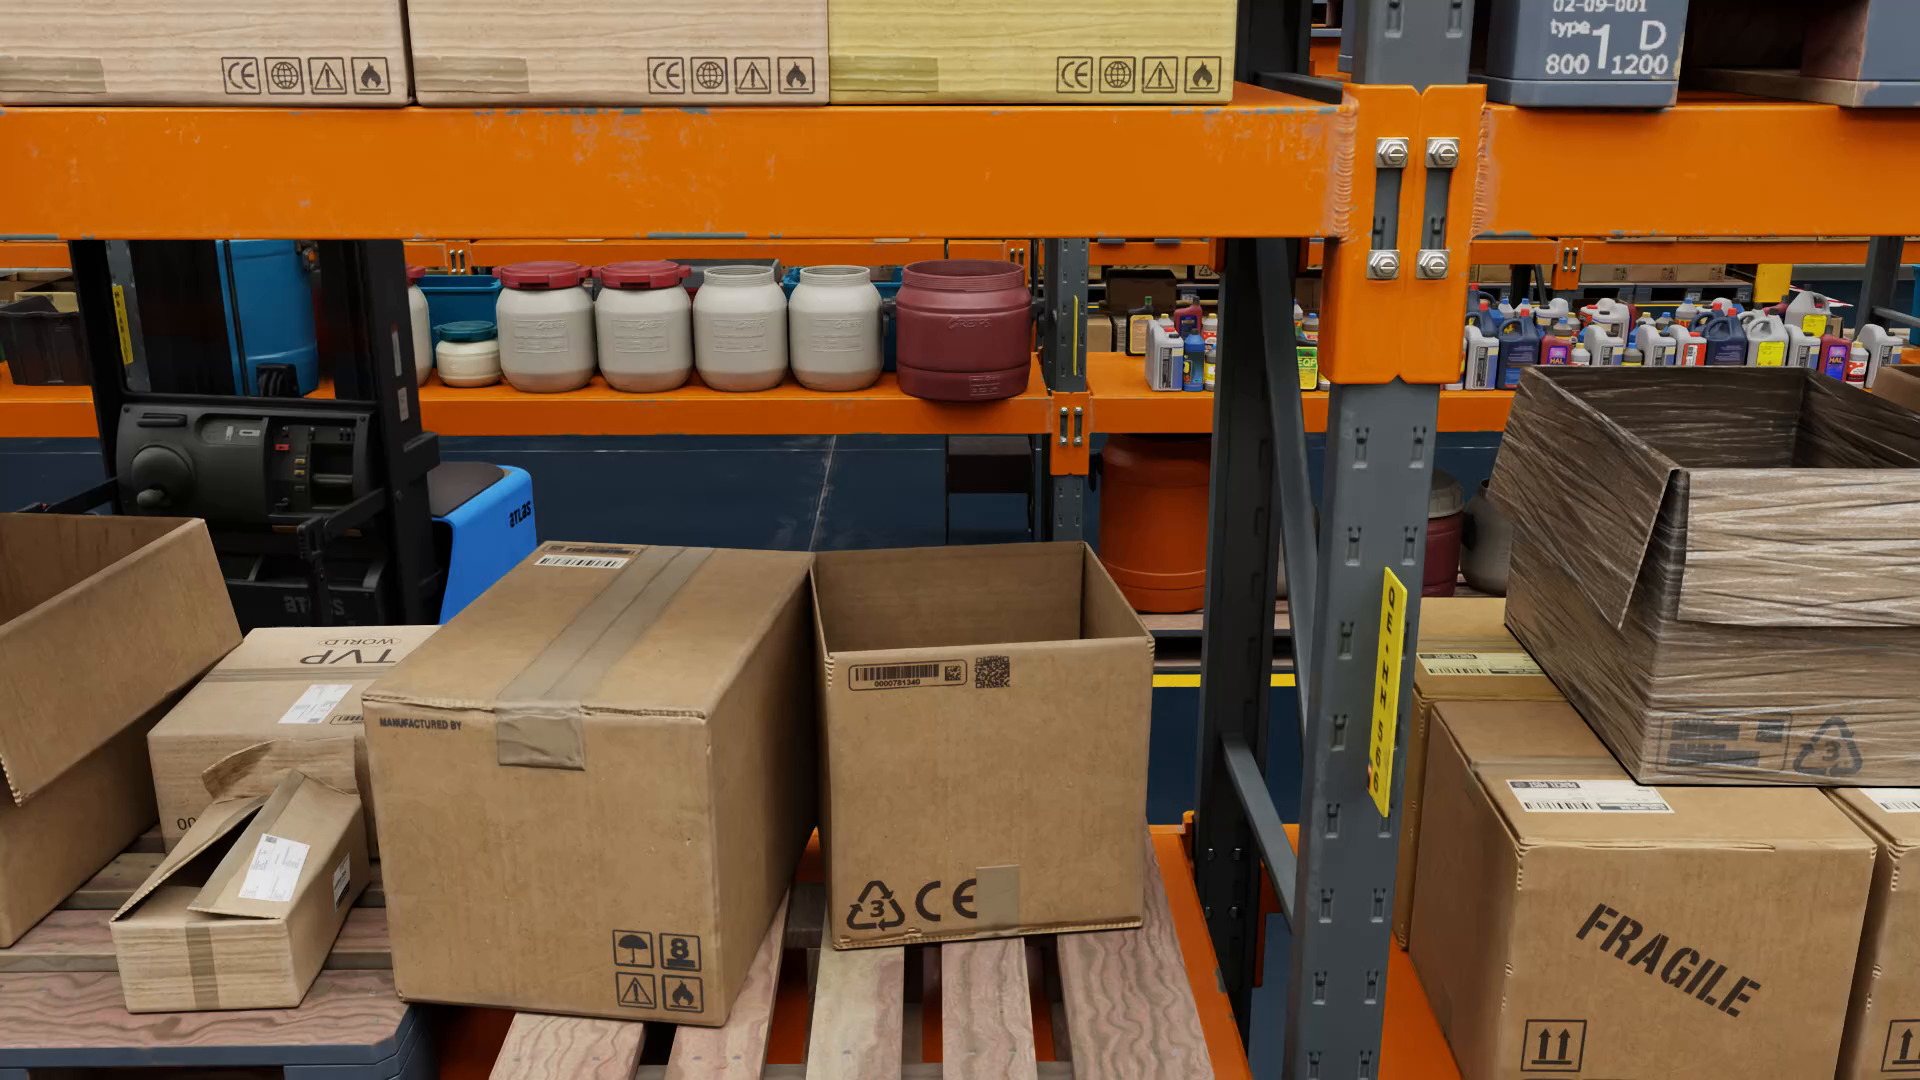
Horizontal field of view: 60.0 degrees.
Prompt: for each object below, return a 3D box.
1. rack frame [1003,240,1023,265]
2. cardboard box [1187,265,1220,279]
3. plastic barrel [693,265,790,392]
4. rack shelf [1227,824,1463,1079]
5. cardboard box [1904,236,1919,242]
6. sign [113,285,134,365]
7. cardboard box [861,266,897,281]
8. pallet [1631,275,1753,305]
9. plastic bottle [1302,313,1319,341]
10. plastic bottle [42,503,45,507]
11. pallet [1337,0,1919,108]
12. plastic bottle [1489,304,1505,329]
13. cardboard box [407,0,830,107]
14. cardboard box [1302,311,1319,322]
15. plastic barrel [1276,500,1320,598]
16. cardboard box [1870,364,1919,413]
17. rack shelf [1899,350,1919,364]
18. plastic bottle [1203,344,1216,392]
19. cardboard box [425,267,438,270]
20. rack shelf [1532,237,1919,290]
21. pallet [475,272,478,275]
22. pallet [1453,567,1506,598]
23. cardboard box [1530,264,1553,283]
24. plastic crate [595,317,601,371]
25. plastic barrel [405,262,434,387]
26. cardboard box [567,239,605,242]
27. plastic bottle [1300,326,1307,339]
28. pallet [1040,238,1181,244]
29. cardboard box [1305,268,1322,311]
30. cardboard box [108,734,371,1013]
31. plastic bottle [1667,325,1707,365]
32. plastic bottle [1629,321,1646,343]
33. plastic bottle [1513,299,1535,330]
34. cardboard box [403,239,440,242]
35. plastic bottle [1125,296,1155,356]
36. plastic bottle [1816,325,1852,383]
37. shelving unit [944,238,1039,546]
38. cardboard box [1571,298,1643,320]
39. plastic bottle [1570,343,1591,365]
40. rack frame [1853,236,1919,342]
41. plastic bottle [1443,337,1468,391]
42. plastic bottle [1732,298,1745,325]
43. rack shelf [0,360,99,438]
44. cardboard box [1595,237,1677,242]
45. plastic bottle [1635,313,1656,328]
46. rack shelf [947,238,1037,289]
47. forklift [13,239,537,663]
[{"bbox_3d":[0.401,-2.473,12.346,0.127,3.000,1.000,0,18,-1],"label":"rack frame"},{"bbox_3d":[2.782,-3.133,17.237,0.750,0.750,0.750,0,18,1],"label":"cardboard box"},{"bbox_3d":[-0.971,-0.941,7.388,0.421,0.512,0.421,0,18,0],"label":"plastic barrel"},{"bbox_3d":[2.553,0.886,3.054,4.000,0.370,1.077,0,18,-1],"label":"rack shelf"},{"bbox_3d":[6.939,-2.470,12.171,0.500,0.500,0.500,0,18,0],"label":"cardboard box"},{"bbox_3d":[-3.527,-0.905,7.003,0.005,0.325,0.100,0,18,-1],"label":"sign"},{"bbox_3d":[-0.917,-3.019,17.419,0.500,0.500,0.700,0,18,-1],"label":"cardboard box"},{"bbox_3d":[7.520,-2.669,17.522,1.213,0.211,1.003,0,18,-1],"label":"pallet"},{"bbox_3d":[1.706,-0.996,8.067,0.097,0.201,0.097,0,18,0],"label":"plastic bottle"},{"bbox_3d":[-4.527,-0.011,8.287,0.185,0.351,0.144,-1,18,-3],"label":"plastic bottle"},{"bbox_3d":[1.196,-0.805,2.545,1.003,0.211,1.213,1,18,2],"label":"pallet"},{"bbox_3d":[2.539,-0.989,7.932,0.097,0.271,0.097,0,18,0],"label":"plastic bottle"},{"bbox_3d":[-0.414,-0.721,2.218,0.500,0.250,0.500,0,18,-1],"label":"cardboard box"},{"bbox_3d":[2.407,-1.416,12.424,0.500,0.500,0.500,-1,18,-3],"label":"cardboard box"},{"bbox_3d":[1.527,-0.013,8.063,0.421,0.512,0.421,0,18,0],"label":"plastic barrel"},{"bbox_3d":[1.936,0.026,2.748,0.637,0.503,0.797,0,18,0],"label":"cardboard box"},{"bbox_3d":[6.474,-0.646,7.830,4.000,0.370,1.077,0,18,-1],"label":"rack shelf"},{"bbox_3d":[1.127,-0.761,7.336,0.097,0.201,0.097,0,18,0],"label":"plastic bottle"},{"bbox_3d":[-5.683,-2.933,17.153,0.500,0.500,0.700,-1,18,-4],"label":"cardboard box"},{"bbox_3d":[6.400,-2.159,12.546,4.000,0.370,1.077,0,18,-1],"label":"rack shelf"},{"bbox_3d":[-5.575,-2.618,17.363,1.213,0.211,1.003,0,18,-1],"label":"pallet"},{"bbox_3d":[2.480,0.346,8.123,1.213,0.211,1.003,0,18,-1],"label":"pallet"},{"bbox_3d":[6.083,-2.990,17.364,0.500,0.500,0.700,0,18,0],"label":"cardboard box"},{"bbox_3d":[-1.787,-0.934,7.897,0.662,0.188,0.450,0,18,-1],"label":"plastic crate"},{"bbox_3d":[-2.564,-0.943,7.354,0.433,0.535,0.433,0,18,0],"label":"plastic barrel"},{"bbox_3d":[-2.710,-2.276,12.143,0.250,0.149,0.380,0,18,-1],"label":"cardboard box"},{"bbox_3d":[1.491,-0.815,7.389,0.097,0.271,0.097,0,18,0],"label":"plastic bottle"},{"bbox_3d":[1.077,-2.406,12.452,1.003,0.211,1.213,0,18,-1],"label":"pallet"},{"bbox_3d":[2.913,-1.936,12.816,0.500,0.250,0.500,0,18,-1],"label":"cardboard box"},{"bbox_3d":[-1.110,0.507,2.588,0.258,0.266,0.396,-1,18,-2],"label":"cardboard box"},{"bbox_3d":[3.216,-0.815,7.382,0.135,0.276,0.152,0,18,-1],"label":"plastic bottle"},{"bbox_3d":[3.061,-0.851,7.499,0.097,0.271,0.097,0,18,0],"label":"plastic bottle"},{"bbox_3d":[2.732,-1.034,8.072,0.097,0.271,0.097,0,18,0],"label":"plastic bottle"},{"bbox_3d":[-4.042,-2.497,12.258,0.500,0.500,0.700,-1,18,-2],"label":"cardboard box"},{"bbox_3d":[0.873,-1.037,8.060,0.133,0.283,0.061,0,18,-1],"label":"plastic bottle"},{"bbox_3d":[3.855,-0.808,7.347,0.133,0.283,0.061,0,18,-1],"label":"plastic bottle"},{"bbox_3d":[0.166,-1.001,9.229,0.503,2.100,0.431,0,18,-1],"label":"shelving unit"},{"bbox_3d":[4.965,-1.601,12.999,0.500,0.500,0.500,0,18,-1],"label":"cardboard box"},{"bbox_3d":[2.734,-0.769,7.360,0.097,0.201,0.097,0,18,0],"label":"plastic bottle"},{"bbox_3d":[4.475,-0.979,7.690,0.127,3.000,1.000,0,18,-1],"label":"rack frame"},{"bbox_3d":[2.184,-0.800,7.341,0.097,0.271,0.097,0,18,0],"label":"plastic bottle"},{"bbox_3d":[3.756,-1.039,8.088,0.097,0.271,0.097,0,18,0],"label":"plastic bottle"},{"bbox_3d":[-5.524,-0.589,7.649,4.000,0.370,1.077,0,18,-1],"label":"rack shelf"},{"bbox_3d":[4.914,-2.459,12.139,0.500,0.500,0.500,0,18,1],"label":"cardboard box"},{"bbox_3d":[3.329,-1.004,8.092,0.097,0.201,0.097,0,18,0],"label":"plastic bottle"},{"bbox_3d":[0.166,-1.654,9.020,0.480,0.518,0.431,0,18,-1],"label":"rack shelf"},{"bbox_3d":[-2.516,-0.264,5.571,1.130,2.935,3.031,3,18,8],"label":"forklift"}]
